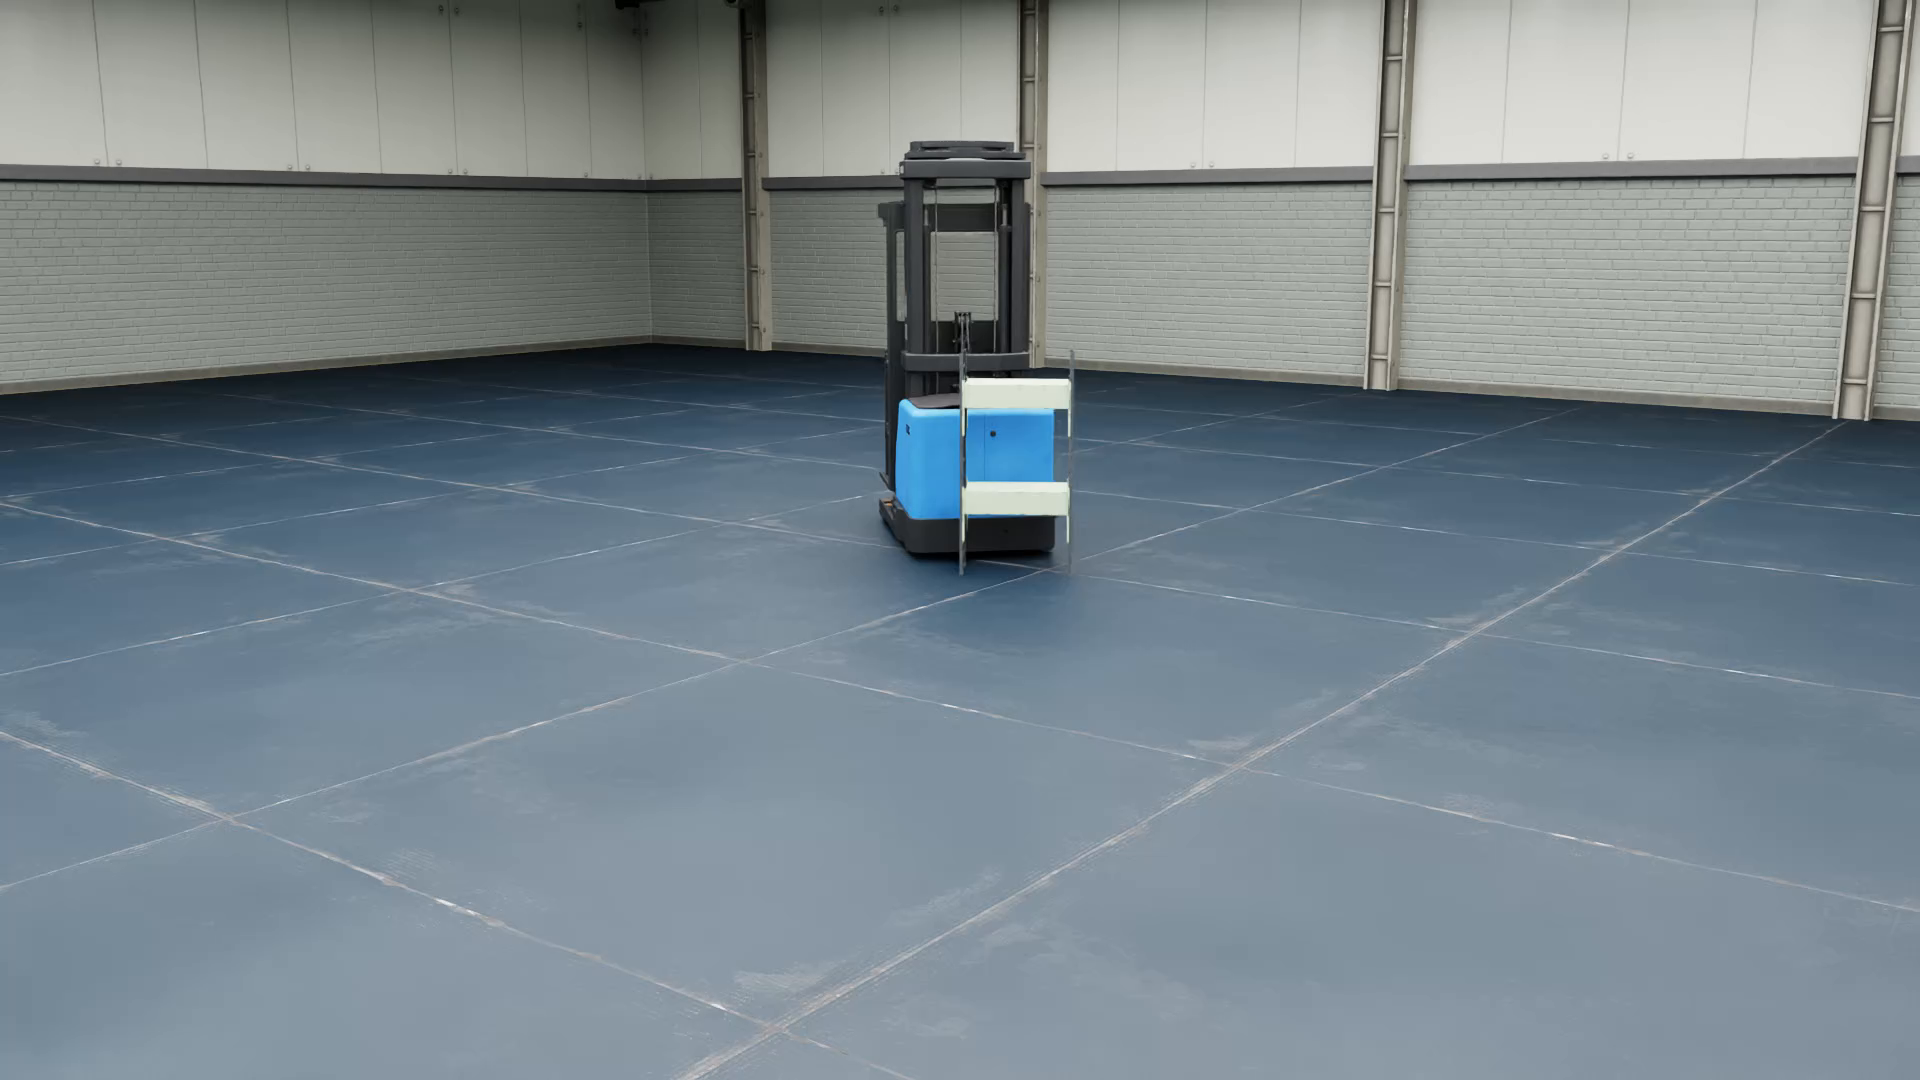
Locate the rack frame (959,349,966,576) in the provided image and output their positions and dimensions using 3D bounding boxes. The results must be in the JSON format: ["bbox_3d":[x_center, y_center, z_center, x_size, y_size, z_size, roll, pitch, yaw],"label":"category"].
[{"bbox_3d":[0.019,-0.530,11.320,0.023,1.500,0.400,1,11,3],"label":"rack frame"}]

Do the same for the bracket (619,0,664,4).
[{"bbox_3d":[-5.672,-9.876,30.409,3.189,0.066,0.076,8,13,36],"label":"bracket"}]

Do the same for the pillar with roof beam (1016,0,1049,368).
[{"bbox_3d":[-1.406,-6.583,22.863,0.400,9.000,9.100,8,13,36],"label":"pillar with roof beam"}]

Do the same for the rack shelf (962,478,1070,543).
[{"bbox_3d":[0.385,-0.206,11.362,0.720,0.370,0.431,1,11,3],"label":"rack shelf"}]

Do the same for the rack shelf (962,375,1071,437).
[{"bbox_3d":[0.385,-0.909,11.225,0.720,0.370,0.431,1,11,3],"label":"rack shelf"}]

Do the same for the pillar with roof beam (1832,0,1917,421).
[{"bbox_3d":[8.266,-5.233,15.889,0.400,9.000,9.100,8,13,36],"label":"pillar with roof beam"}]

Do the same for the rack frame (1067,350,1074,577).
[{"bbox_3d":[0.750,-0.522,11.279,0.023,1.500,0.400,1,11,3],"label":"rack frame"}]

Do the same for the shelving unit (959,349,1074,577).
[{"bbox_3d":[0.385,-0.526,11.300,0.755,1.500,0.431,1,11,3],"label":"shelving unit"}]

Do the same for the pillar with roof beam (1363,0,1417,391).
[{"bbox_3d":[3.430,-5.908,19.376,0.400,9.000,9.100,8,13,36],"label":"pillar with roof beam"}]

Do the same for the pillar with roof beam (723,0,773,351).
[{"bbox_3d":[-6.242,-7.257,26.350,0.548,9.000,9.100,8,13,36],"label":"pillar with roof beam"}]

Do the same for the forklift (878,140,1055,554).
[{"bbox_3d":[-0.047,-1.573,12.944,1.130,2.935,3.031,-2,11,-8],"label":"forklift"}]

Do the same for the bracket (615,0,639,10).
[{"bbox_3d":[-6.148,-9.942,30.752,0.430,0.232,0.235,8,13,36],"label":"bracket"}]
